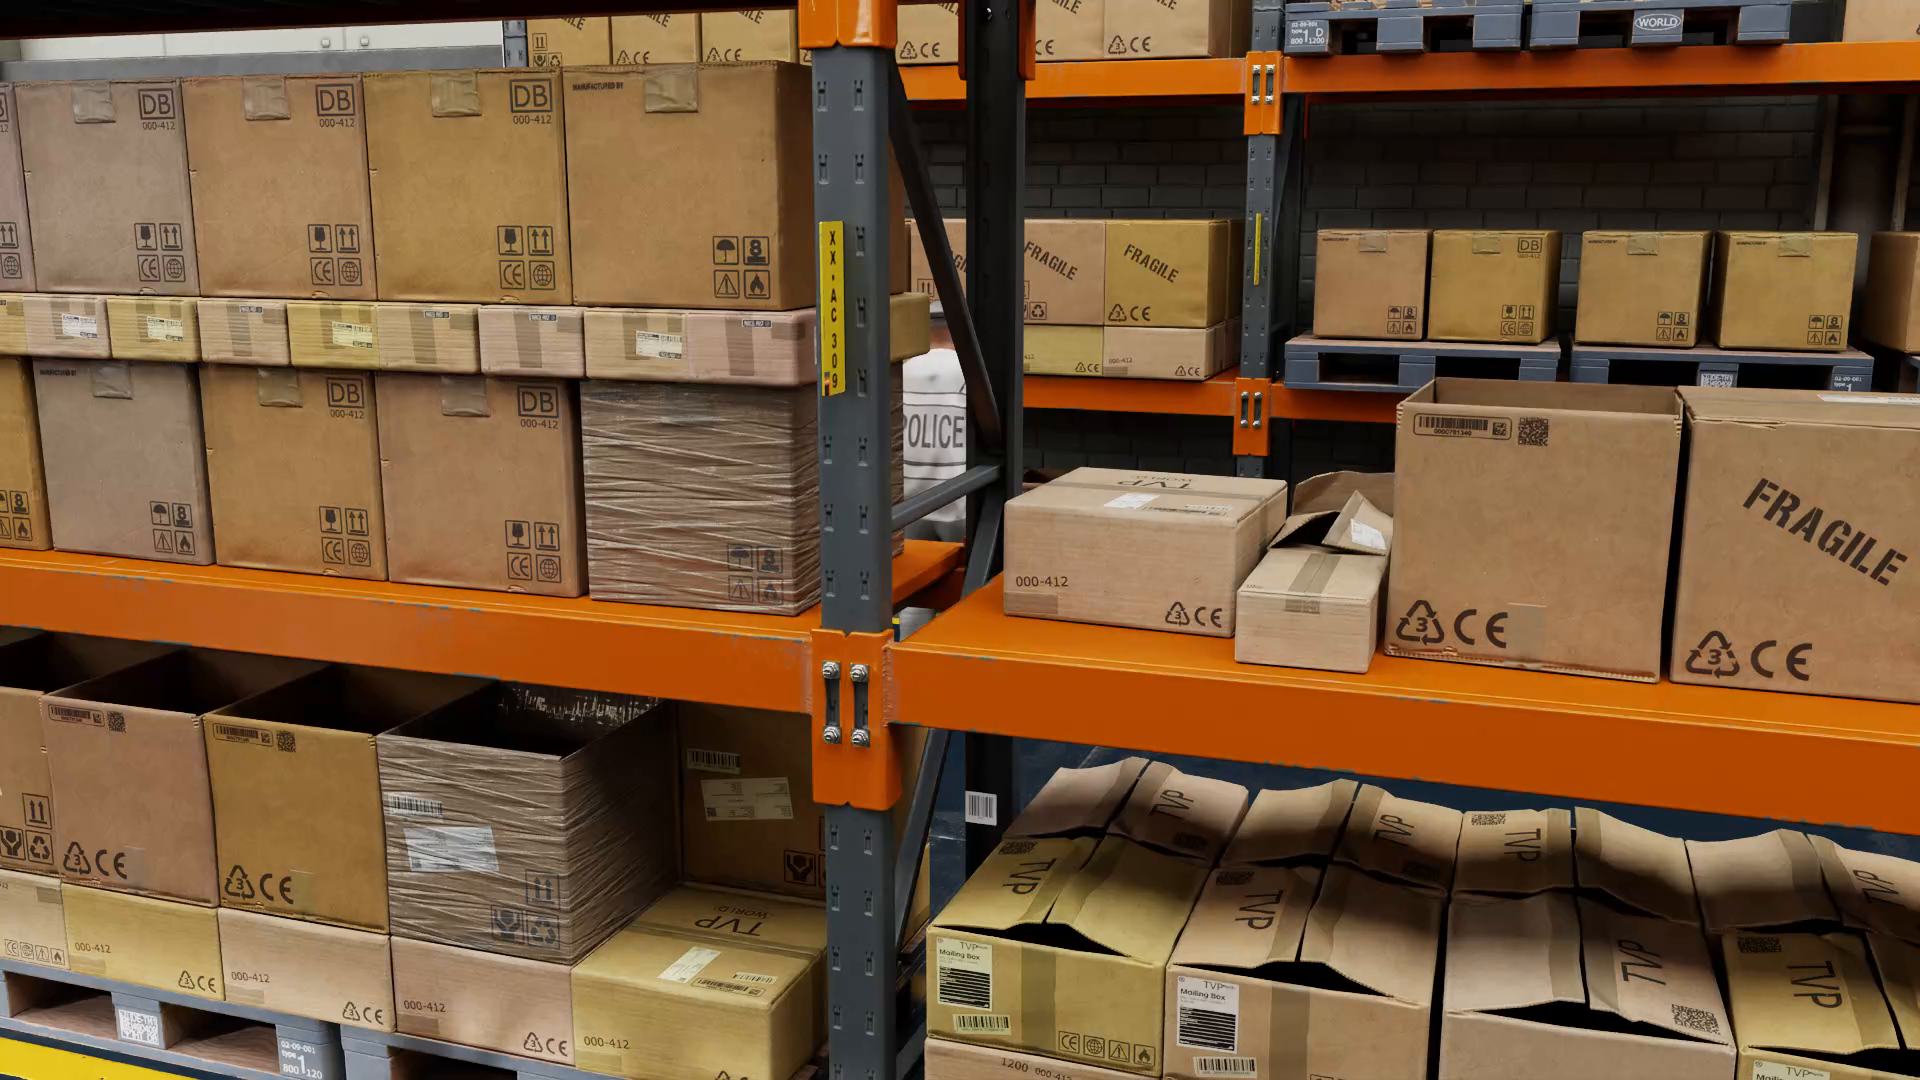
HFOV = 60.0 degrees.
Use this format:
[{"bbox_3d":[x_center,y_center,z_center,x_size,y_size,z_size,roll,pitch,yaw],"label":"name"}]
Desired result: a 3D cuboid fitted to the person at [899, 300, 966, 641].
[{"bbox_3d":[-0.069,-0.140,7.115,0.585,1.744,0.432,4,12,17],"label":"person"}]
